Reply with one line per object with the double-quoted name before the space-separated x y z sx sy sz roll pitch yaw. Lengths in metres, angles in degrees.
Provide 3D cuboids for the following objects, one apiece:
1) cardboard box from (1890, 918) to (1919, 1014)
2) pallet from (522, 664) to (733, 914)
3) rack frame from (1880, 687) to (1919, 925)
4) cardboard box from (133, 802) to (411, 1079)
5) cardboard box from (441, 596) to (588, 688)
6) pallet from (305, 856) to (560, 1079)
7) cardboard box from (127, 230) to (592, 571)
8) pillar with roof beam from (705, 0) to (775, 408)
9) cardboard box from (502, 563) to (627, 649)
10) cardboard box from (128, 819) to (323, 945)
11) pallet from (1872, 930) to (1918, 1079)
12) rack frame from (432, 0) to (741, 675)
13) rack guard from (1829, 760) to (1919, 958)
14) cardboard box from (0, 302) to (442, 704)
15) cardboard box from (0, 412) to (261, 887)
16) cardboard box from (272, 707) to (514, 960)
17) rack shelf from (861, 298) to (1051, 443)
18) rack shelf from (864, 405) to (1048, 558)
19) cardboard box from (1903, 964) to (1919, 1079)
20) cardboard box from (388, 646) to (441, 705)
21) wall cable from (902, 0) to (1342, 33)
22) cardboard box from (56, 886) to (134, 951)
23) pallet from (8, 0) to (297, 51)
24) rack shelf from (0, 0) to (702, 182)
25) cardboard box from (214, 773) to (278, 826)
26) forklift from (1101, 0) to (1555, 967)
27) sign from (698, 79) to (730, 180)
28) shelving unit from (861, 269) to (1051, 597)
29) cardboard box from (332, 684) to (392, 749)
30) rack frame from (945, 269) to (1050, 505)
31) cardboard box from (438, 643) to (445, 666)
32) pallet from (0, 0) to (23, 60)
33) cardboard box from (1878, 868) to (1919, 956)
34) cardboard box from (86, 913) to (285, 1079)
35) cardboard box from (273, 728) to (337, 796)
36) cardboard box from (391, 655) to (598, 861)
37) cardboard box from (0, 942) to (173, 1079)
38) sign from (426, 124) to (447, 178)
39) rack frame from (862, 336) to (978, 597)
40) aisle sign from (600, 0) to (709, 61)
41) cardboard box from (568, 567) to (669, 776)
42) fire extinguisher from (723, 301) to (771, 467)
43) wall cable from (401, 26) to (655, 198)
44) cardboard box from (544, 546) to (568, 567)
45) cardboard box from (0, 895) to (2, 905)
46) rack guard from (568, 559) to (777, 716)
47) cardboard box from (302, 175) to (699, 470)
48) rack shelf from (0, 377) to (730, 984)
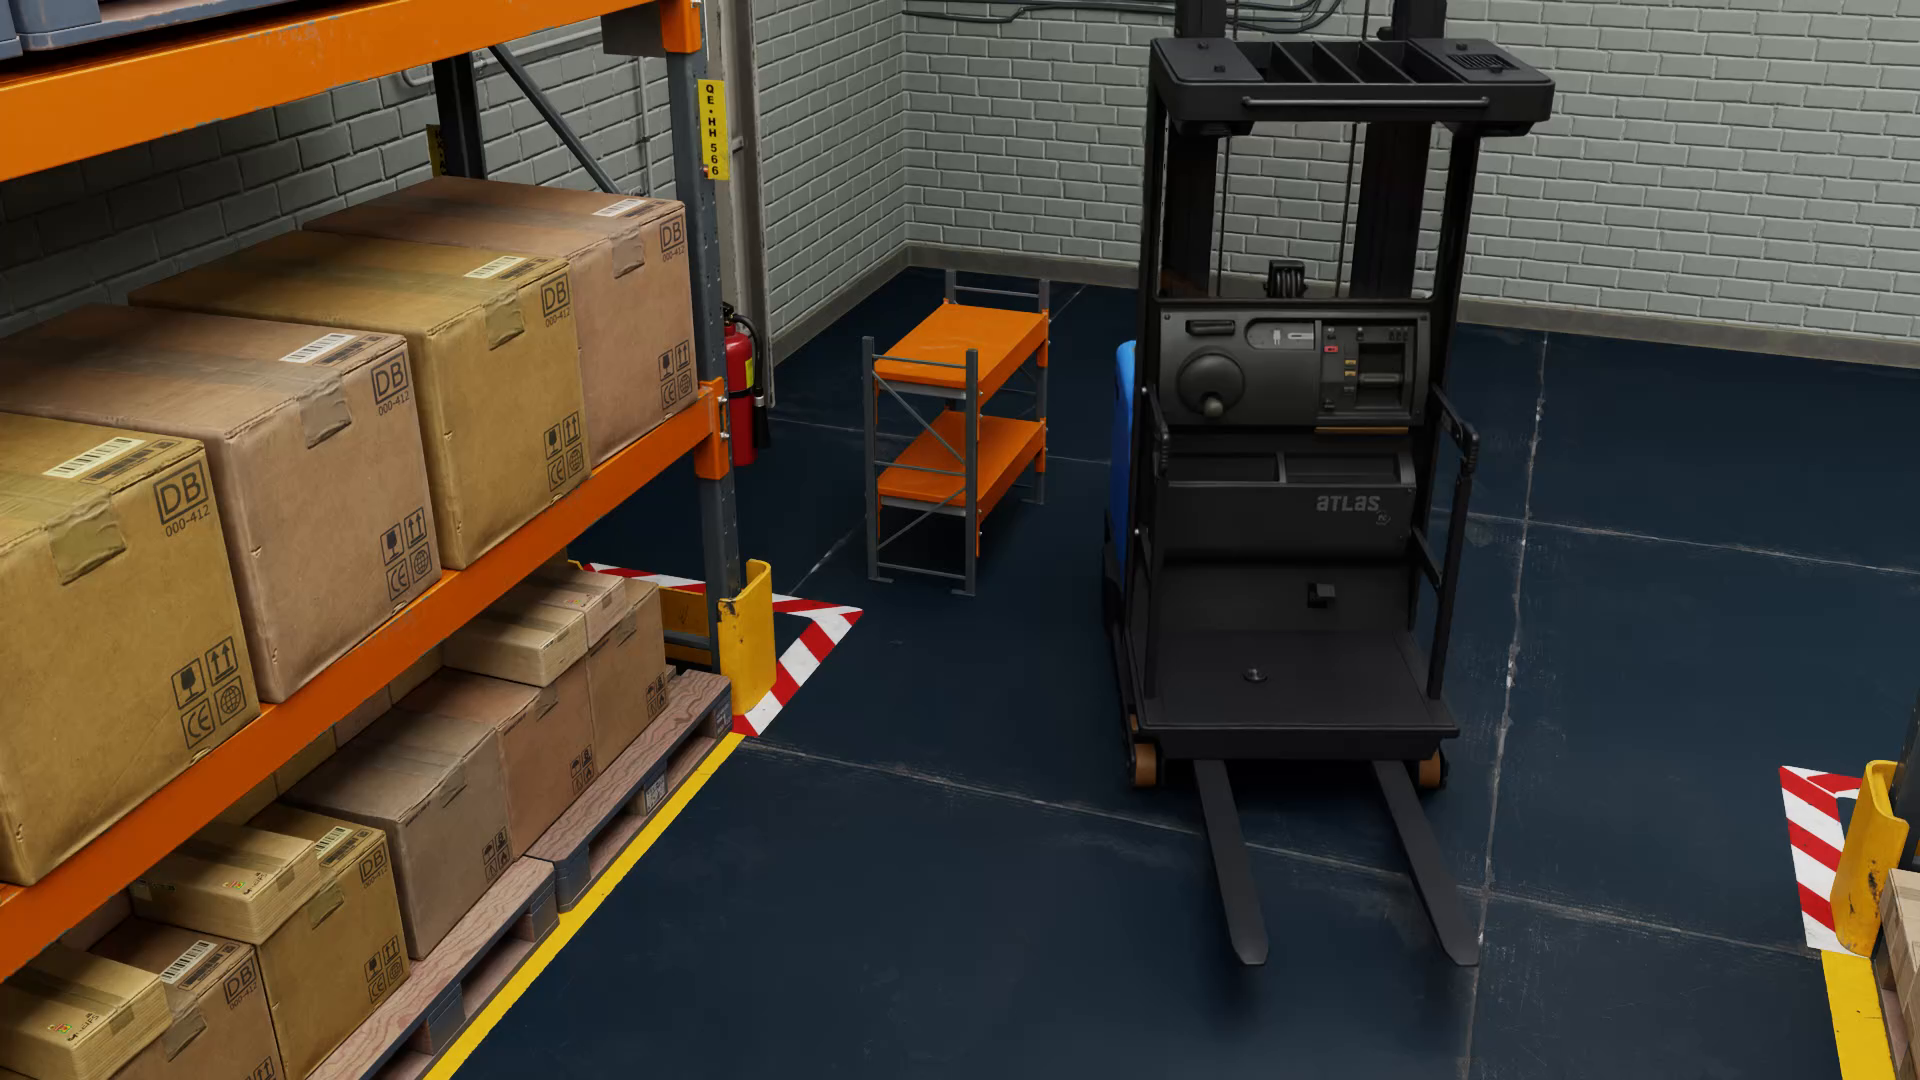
"cardboard box" 2.800 1.205 4.566 0.380 0.166 0.250 9 27 17
"pallet" -1.518 0.781 5.895 1.003 0.211 1.213 9 27 17
"rack frame" 3.347 -0.097 4.509 1.000 3.000 0.127 9 27 17
"cardboard box" -1.968 1.057 4.512 0.700 0.500 0.500 9 27 19
"cardboard box" -1.420 0.316 5.297 0.380 0.149 0.250 9 27 19
"pallet" -1.926 1.280 4.863 1.003 0.211 1.213 9 27 17
"cardboard box" -1.718 -0.438 4.868 0.980 0.700 0.700 9 27 17
"pillar with roof beam" 2.817 -4.125 5.944 9.100 9.000 0.400 9 27 17
"cardboard box" -1.335 0.211 5.514 0.380 0.149 0.250 8 27 17
"cardboard box" -1.852 0.852 4.190 0.380 0.149 0.250 8 27 16
"pallet" 3.057 1.517 4.376 1.003 0.211 1.213 9 27 17
"rack frame" -1.326 -0.814 5.990 1.000 3.000 0.127 9 27 17
"rack guard" 3.322 1.059 4.989 1.175 0.500 0.348 9 27 17
"cardboard box" -1.980 -0.126 4.223 0.980 0.700 0.700 7 27 15
"cardboard box" -2.213 0.175 3.603 0.980 0.700 0.700 8 27 16
"cardboard box" -1.798 0.836 4.967 0.700 0.500 0.500 8 27 16
"rack shelf" 0.002 -0.772 7.383 0.538 0.278 1.000 9 27 17
"rack shelf" 0.002 -0.289 7.617 0.538 0.278 1.000 9 27 17
"cardboard box" 2.732 1.330 4.212 0.500 0.250 0.500 9 27 17
"cardboard box" -1.863 0.363 5.201 0.380 0.149 0.250 9 27 18
"wall cable" 0.893 -4.389 10.053 3.097 2.526 0.112 9 27 17
"cardboard box" -2.286 0.887 4.119 0.380 0.149 0.250 8 27 16
"pallet" -1.967 -1.315 3.684 1.003 0.211 1.213 9 27 17
"rack shelf" -1.991 -1.019 3.795 1.077 0.370 4.000 9 27 17
"cardboard box" -2.116 0.677 4.552 0.380 0.149 0.250 8 27 17
"forklift" 1.156 -0.568 5.559 1.130 2.935 3.031 0 26 0
"sign" -0.819 -1.358 5.512 0.100 0.325 0.005 9 27 17
"shelving unit" 0.002 -0.509 7.511 0.538 1.125 1.048 9 27 17
"cardboard box" -1.947 0.467 4.985 0.380 0.149 0.250 9 27 18
"rack frame" 0.171 -0.718 7.942 0.500 1.125 0.032 9 27 17
"cardboard box" -1.779 0.260 5.413 0.380 0.149 0.250 9 27 18
"pallet" -2.375 -0.815 2.652 1.003 0.211 1.213 9 27 17
"cardboard box" 2.883 1.110 4.782 0.380 0.149 0.250 9 27 17
"cardboard box" -2.141 1.267 4.077 0.700 0.500 0.500 8 27 17
"cardboard box" -2.032 0.573 4.767 0.380 0.149 0.250 9 27 18
"cardboard box" -1.631 0.630 5.394 0.700 0.500 0.500 9 27 17
"cardboard box" -2.025 1.067 3.747 0.380 0.149 0.250 10 27 19
"sign" -1.847 -1.323 5.955 0.100 0.325 0.005 9 27 17
"rack frame" -0.167 -0.300 7.079 0.500 1.125 0.032 9 27 17
"aisle sign" -1.019 -1.970 5.394 0.394 0.787 0.004 9 27 17
"cardboard box" -1.464 0.424 5.819 0.700 0.500 0.500 9 27 17
"fire extinguisher" -0.840 -0.607 6.078 0.296 0.674 0.183 9 27 17
"wall cable" -1.792 -1.935 7.138 0.084 1.984 1.851 9 27 17
"cardboard box" -1.611 0.052 5.844 0.380 0.149 0.250 9 27 18
"cardboard box" -2.461 0.474 2.985 0.980 0.700 0.700 9 27 18
"rack guard" -1.318 0.301 6.555 1.175 0.500 0.348 9 27 17
"cardboard box" -1.486 -0.738 5.489 0.980 0.700 0.700 10 28 20
"rack shelf" -1.991 0.331 4.449 1.077 0.370 4.000 9 27 17
